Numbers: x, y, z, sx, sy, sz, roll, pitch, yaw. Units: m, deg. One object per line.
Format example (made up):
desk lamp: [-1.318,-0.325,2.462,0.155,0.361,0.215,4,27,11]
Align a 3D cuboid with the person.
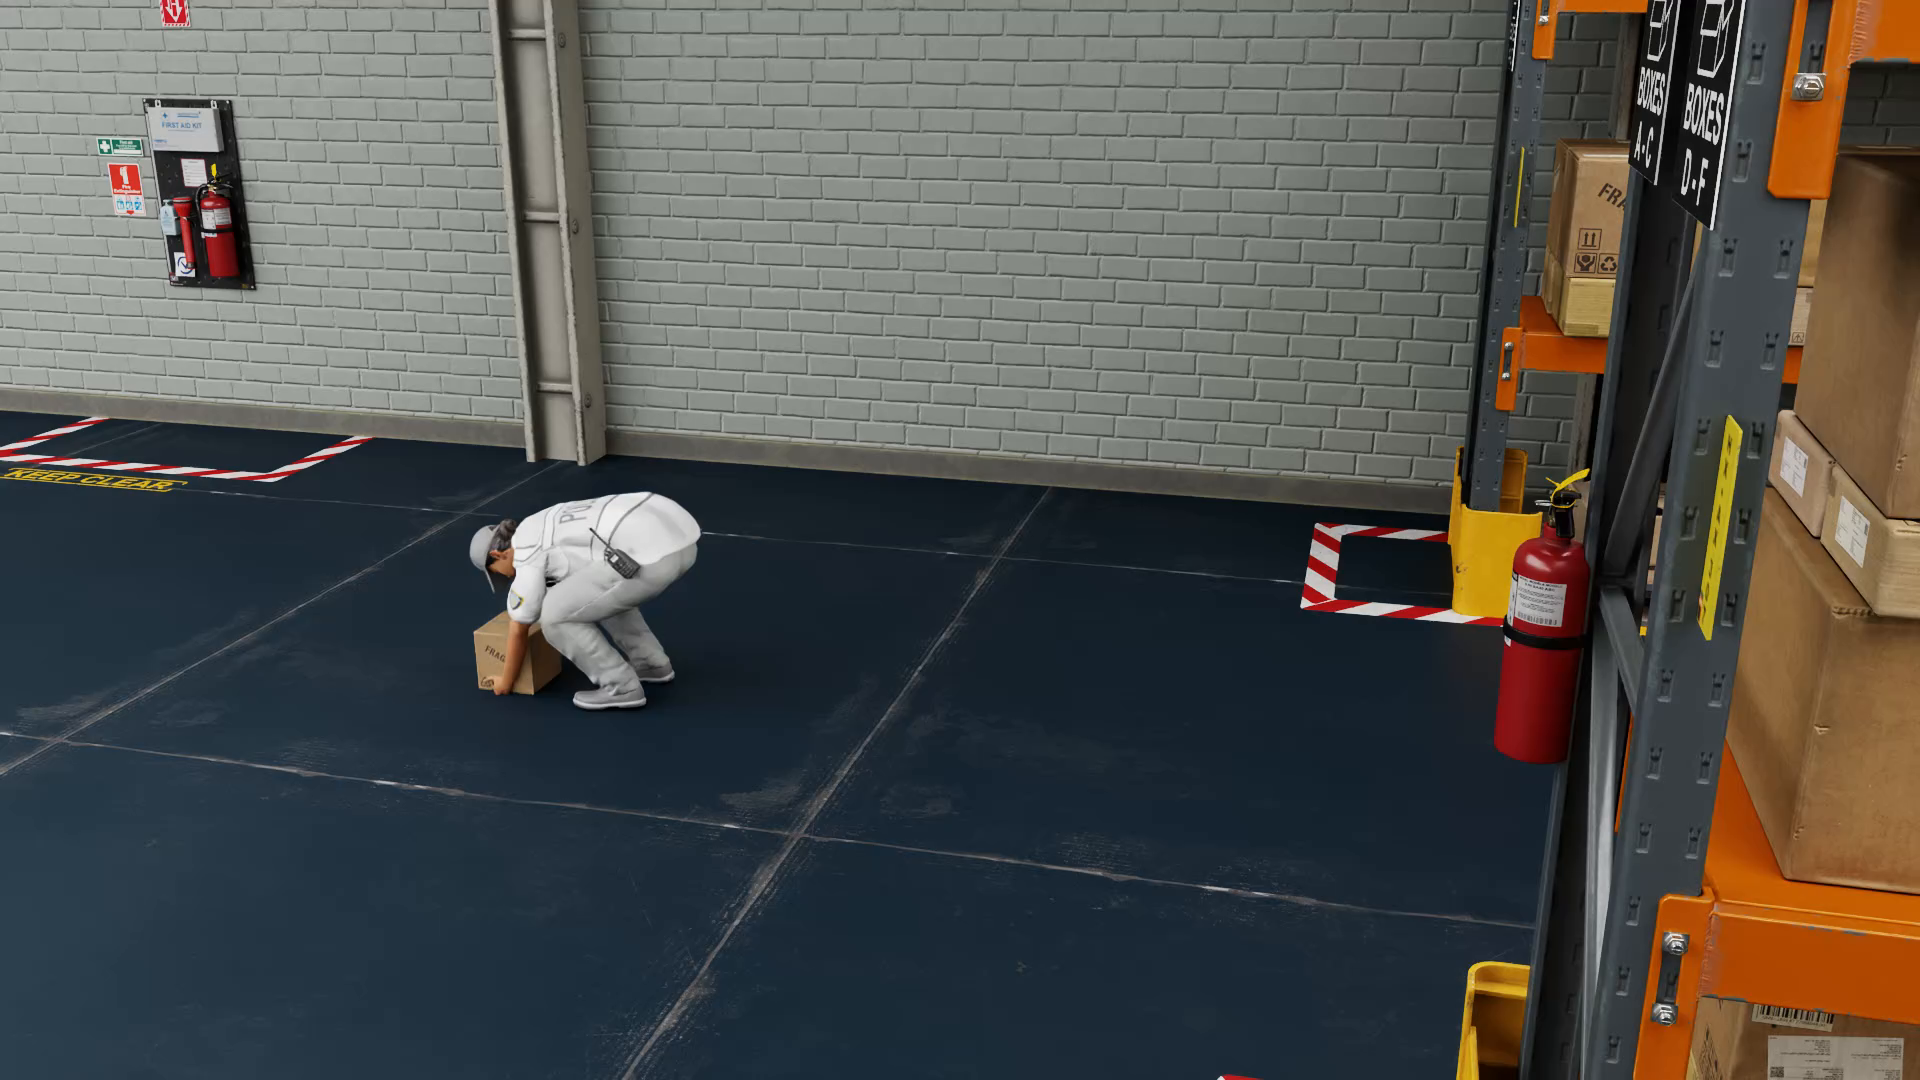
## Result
person: [-1.517,0.226,6.712,0.941,0.845,0.522,4,19,11]
